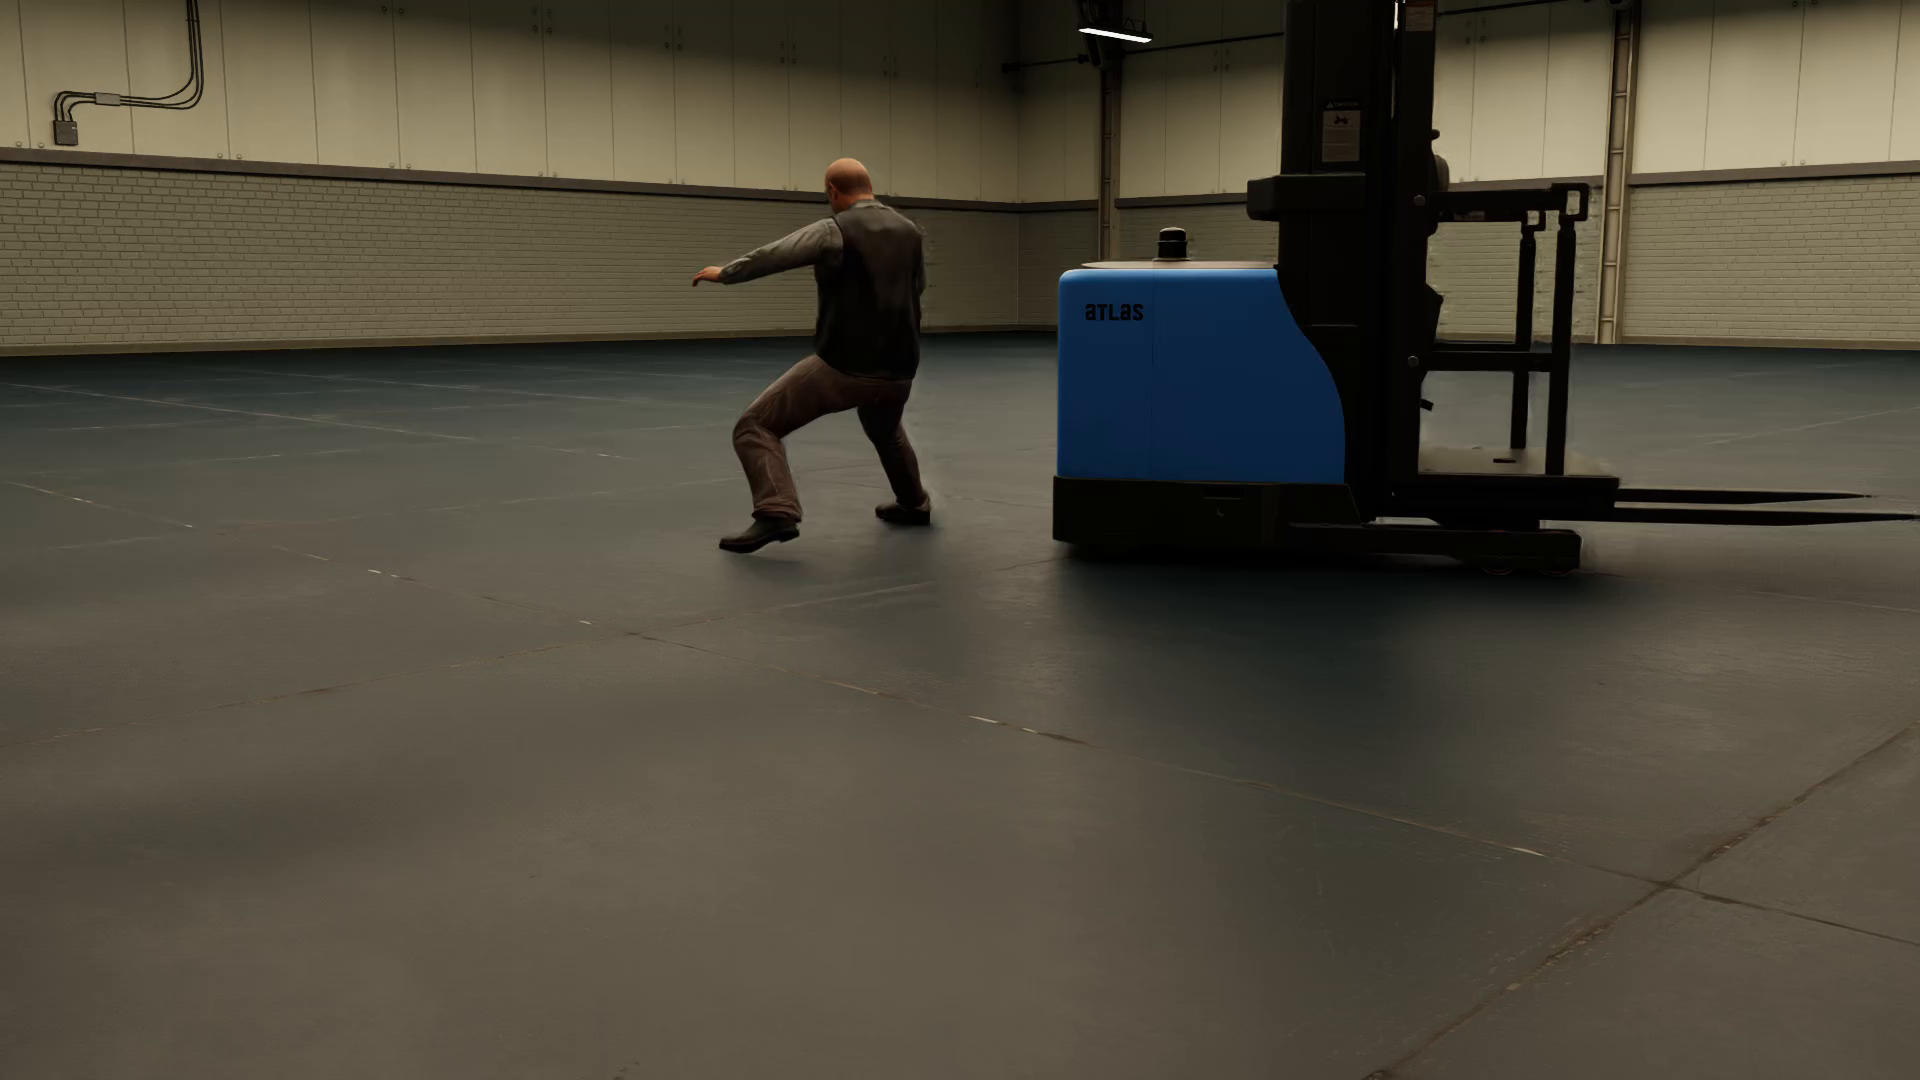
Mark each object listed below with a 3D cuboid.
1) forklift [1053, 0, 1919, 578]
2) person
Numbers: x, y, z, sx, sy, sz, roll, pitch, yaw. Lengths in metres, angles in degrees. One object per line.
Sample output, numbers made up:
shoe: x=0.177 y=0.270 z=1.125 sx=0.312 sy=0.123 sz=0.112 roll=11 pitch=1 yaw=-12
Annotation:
forklift: x=1.920 y=-1.403 z=6.194 sx=3.031 sy=2.935 sz=1.130 roll=2 pitch=9 yaw=11
person: x=-0.526 y=-0.746 z=6.608 sx=1.265 sy=1.504 sz=0.741 roll=-8 pitch=12 yaw=-42
